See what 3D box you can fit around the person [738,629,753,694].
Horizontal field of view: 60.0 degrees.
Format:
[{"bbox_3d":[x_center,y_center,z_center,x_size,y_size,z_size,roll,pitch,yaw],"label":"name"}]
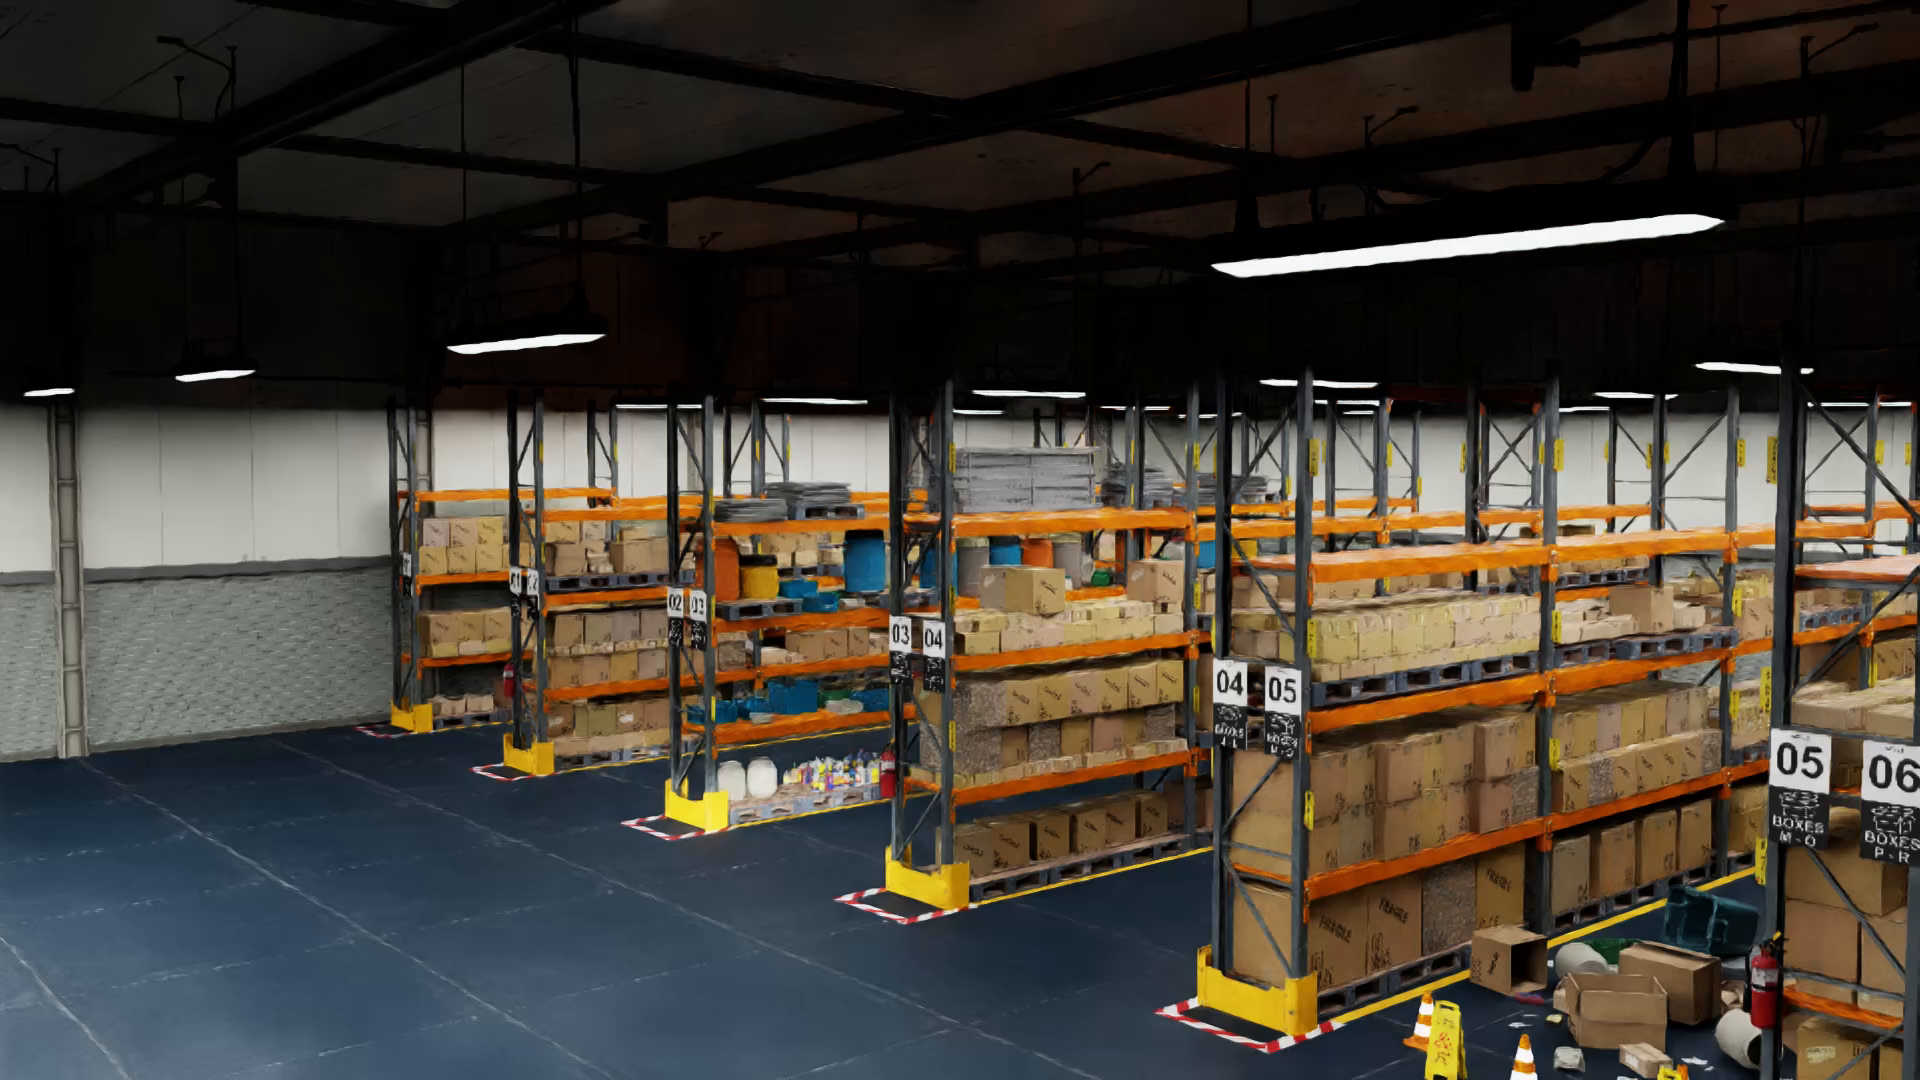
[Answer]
[{"bbox_3d":[-3.963,2.449,31.294,0.475,1.762,0.595,1,4,19],"label":"person"}]
